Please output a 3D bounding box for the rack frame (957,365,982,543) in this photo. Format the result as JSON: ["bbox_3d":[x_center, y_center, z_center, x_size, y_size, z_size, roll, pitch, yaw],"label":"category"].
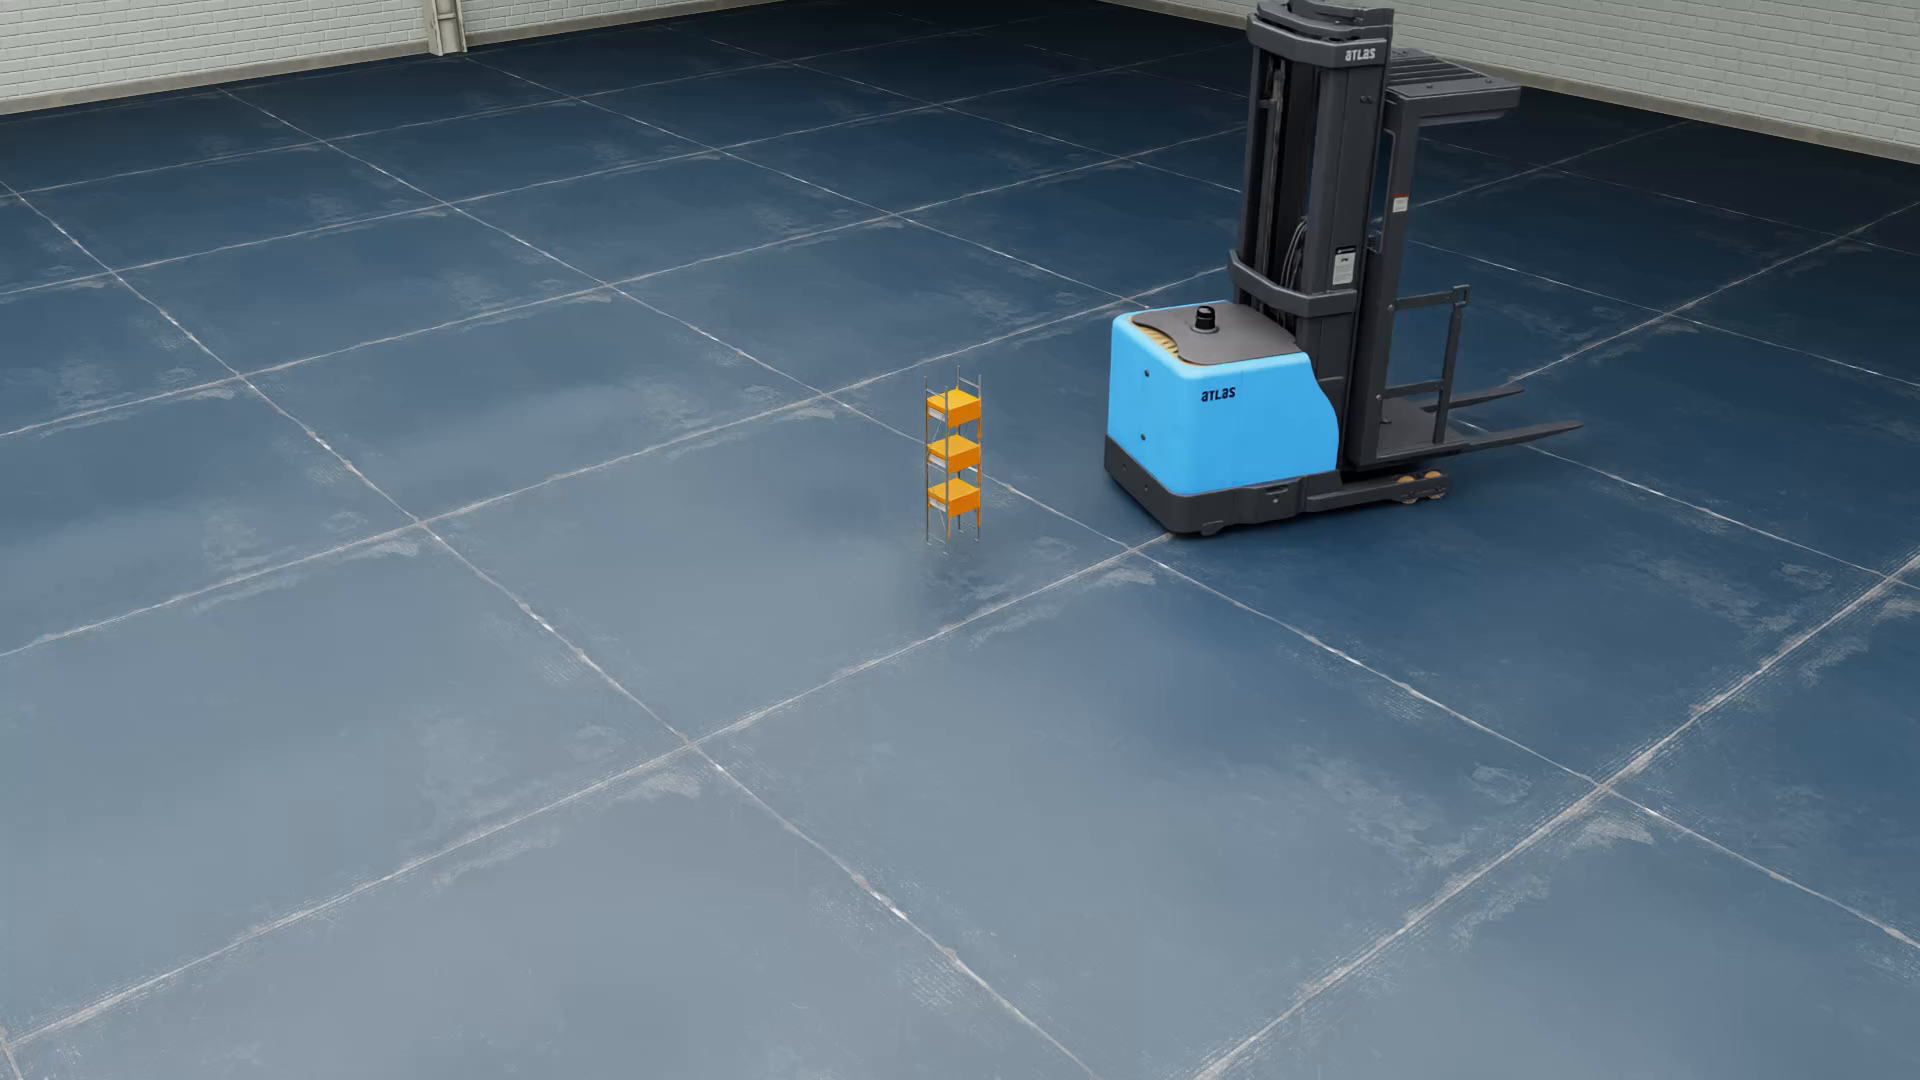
[{"bbox_3d":[0.052,-0.484,9.542,0.008,1.050,0.200,-22,35,-35],"label":"rack frame"}]

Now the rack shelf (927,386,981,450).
[{"bbox_3d":[-0.041,-0.688,9.343,0.240,0.259,0.215,-22,35,-35],"label":"rack shelf"}]

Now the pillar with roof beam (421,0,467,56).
[{"bbox_3d":[-3.867,-8.779,16.630,0.400,9.000,9.100,-22,35,-35],"label":"pillar with roof beam"}]

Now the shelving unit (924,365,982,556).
[{"bbox_3d":[-0.041,-0.447,9.472,0.252,1.050,0.215,-22,35,-35],"label":"shelving unit"}]

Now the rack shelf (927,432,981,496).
[{"bbox_3d":[-0.041,-0.437,9.477,0.240,0.259,0.215,-22,35,-35],"label":"rack shelf"}]

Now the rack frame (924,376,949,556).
[{"bbox_3d":[-0.134,-0.409,9.402,0.008,1.050,0.200,-22,35,-35],"label":"rack frame"}]

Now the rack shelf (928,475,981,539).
[{"bbox_3d":[-0.041,-0.192,9.608,0.240,0.259,0.215,-22,35,-35],"label":"rack shelf"}]

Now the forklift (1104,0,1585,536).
[{"bbox_3d":[2.475,-1.736,9.888,3.031,2.935,1.130,-10,30,-18],"label":"forklift"}]
